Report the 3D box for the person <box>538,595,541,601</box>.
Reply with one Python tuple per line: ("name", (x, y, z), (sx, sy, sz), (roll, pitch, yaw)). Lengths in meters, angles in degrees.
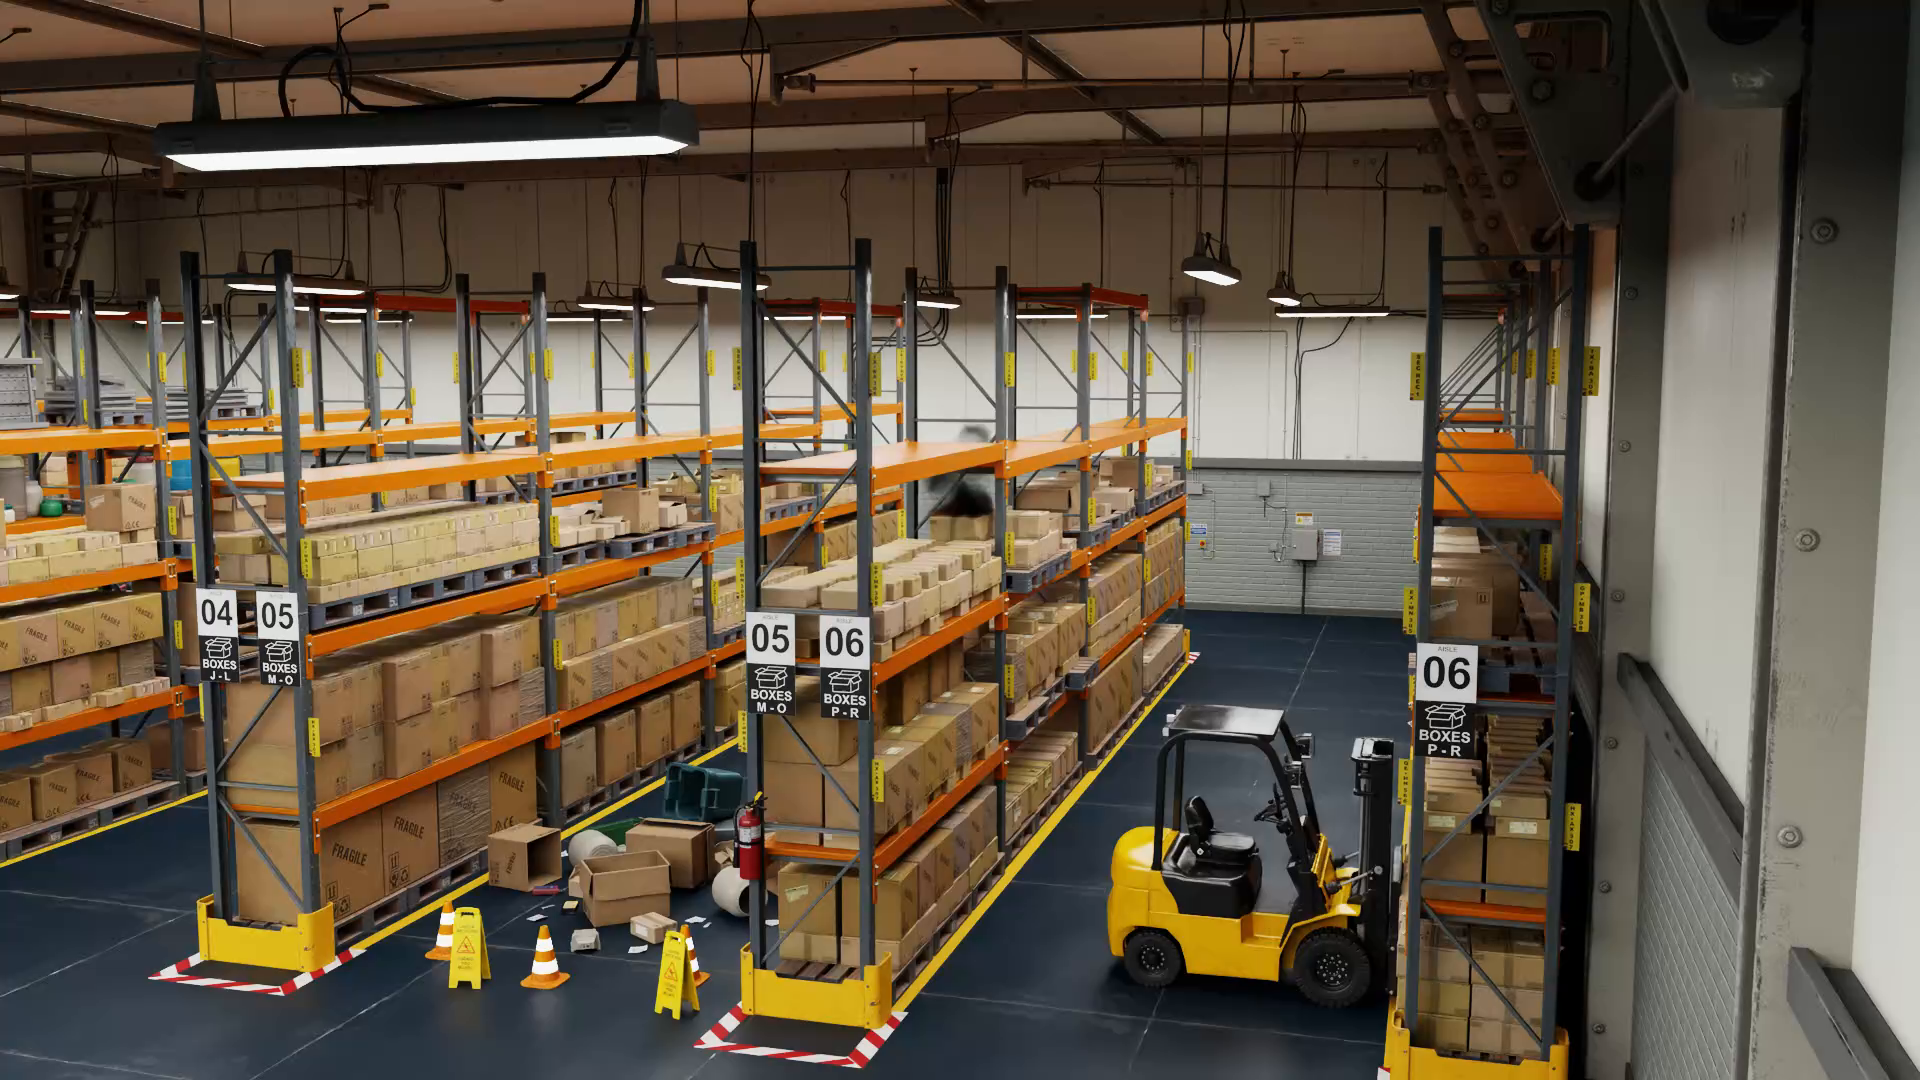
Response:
("person", (-6.104, 1.575, 24.462), (0.570, 1.665, 0.960), (1, 7, 10))
